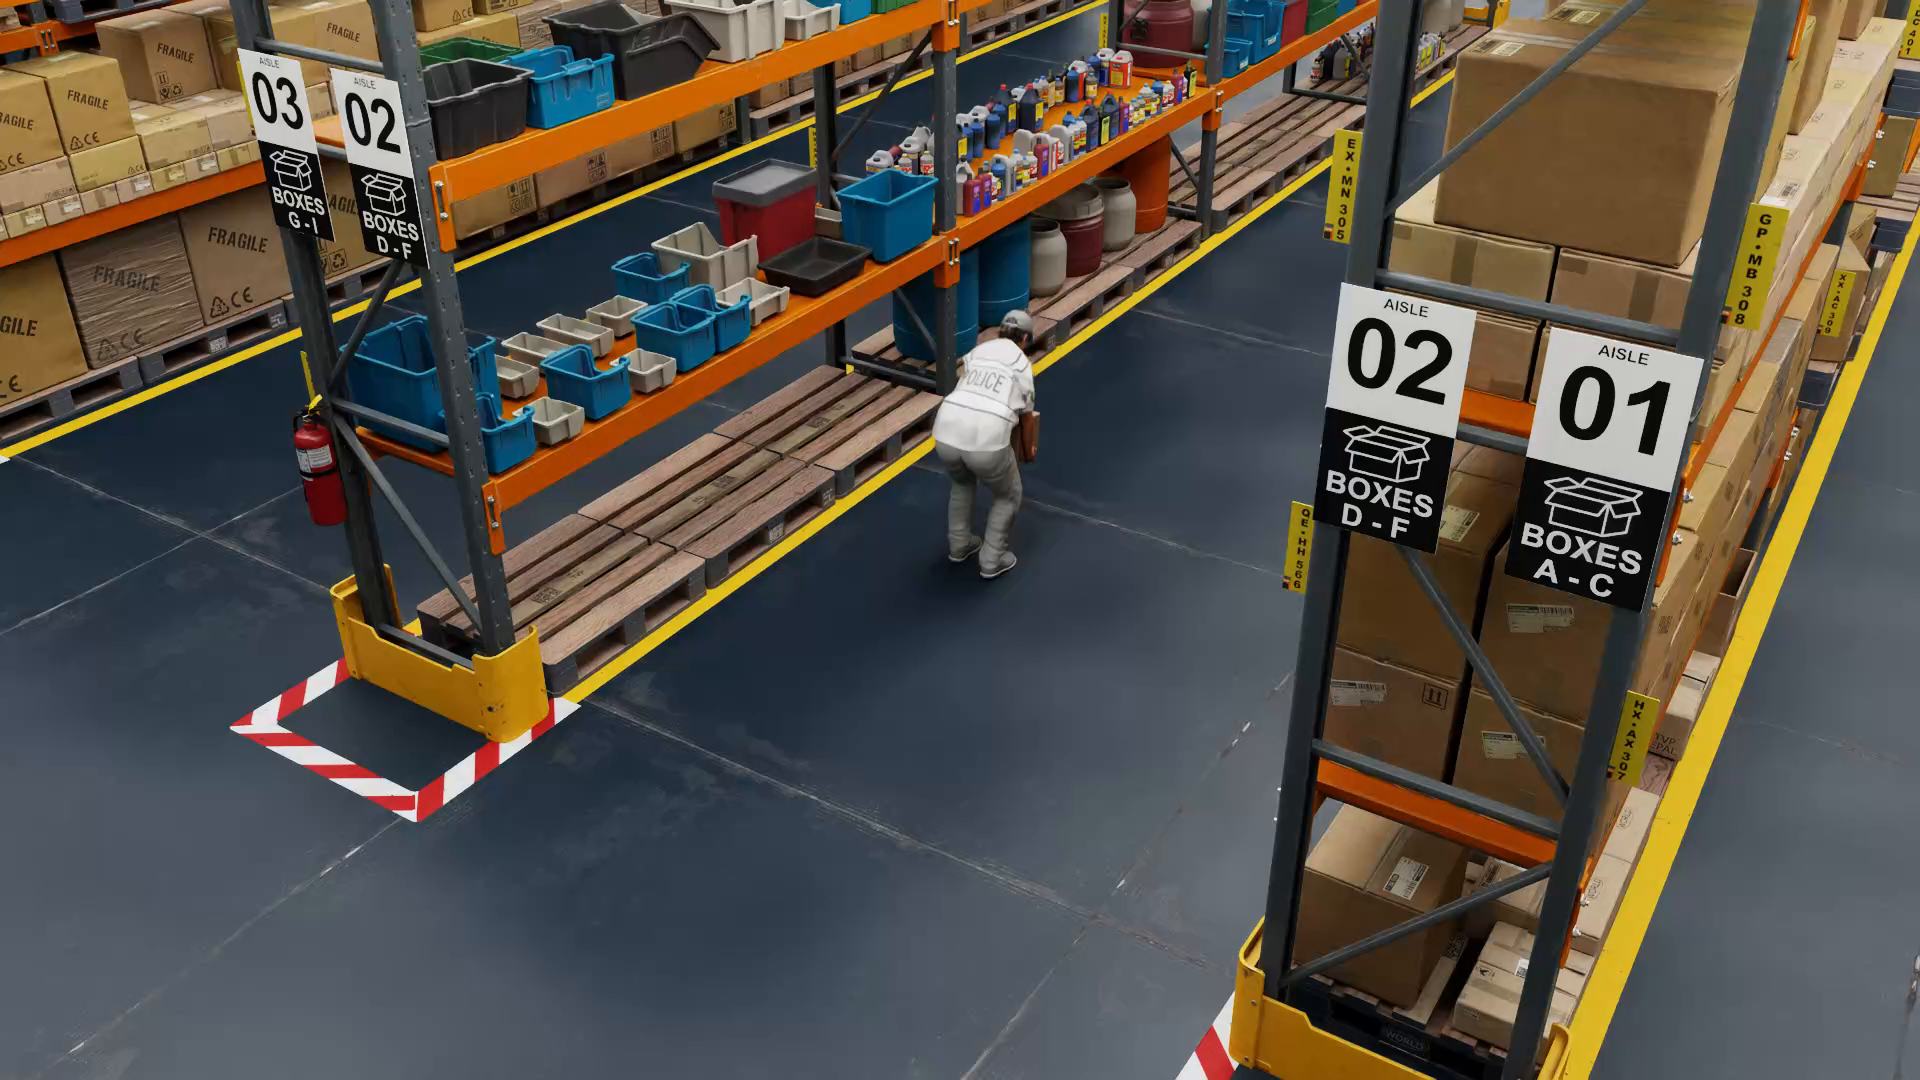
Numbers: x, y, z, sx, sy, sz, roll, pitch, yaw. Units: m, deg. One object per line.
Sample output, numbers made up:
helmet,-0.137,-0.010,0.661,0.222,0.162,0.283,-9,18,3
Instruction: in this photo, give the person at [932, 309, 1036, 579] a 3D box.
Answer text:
person,0.184,-0.539,9.351,0.461,1.405,0.837,17,35,26
